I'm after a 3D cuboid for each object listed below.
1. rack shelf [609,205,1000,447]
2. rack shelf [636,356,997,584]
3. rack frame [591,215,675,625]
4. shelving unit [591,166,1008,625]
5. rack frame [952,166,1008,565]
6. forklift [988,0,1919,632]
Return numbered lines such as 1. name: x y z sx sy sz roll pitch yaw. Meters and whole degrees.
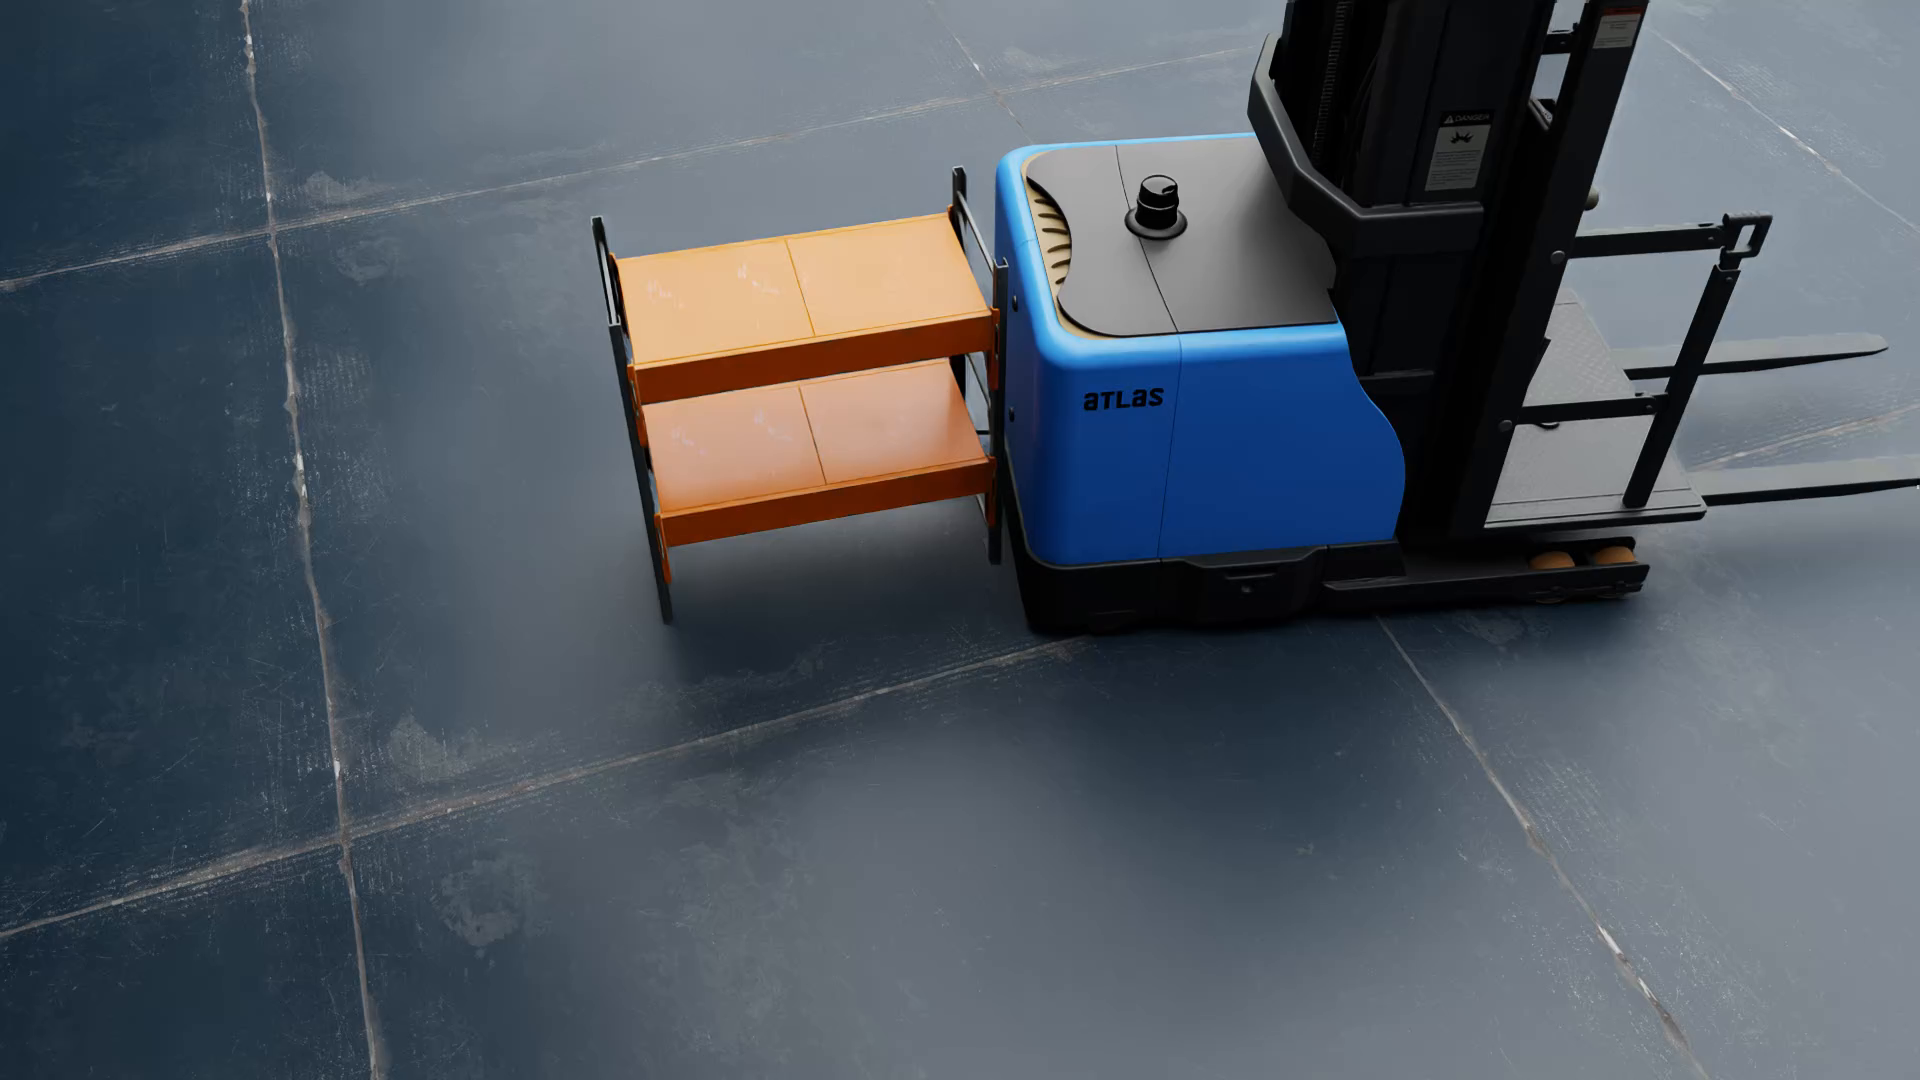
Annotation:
1. rack shelf: -0.440 -0.611 4.652 1.000 0.278 0.538 -10 46 -10
2. rack shelf: -0.440 -0.232 5.032 1.000 0.278 0.538 -10 46 -10
3. rack frame: -0.933 -0.317 4.772 0.032 1.125 0.500 -10 46 -10
4. shelving unit: -0.440 -0.404 4.859 1.048 1.125 0.538 -10 46 -10
5. rack frame: 0.053 -0.492 4.946 0.032 1.125 0.500 -10 46 -10
6. forklift: 1.646 -1.212 4.388 3.031 2.935 1.130 -5 45 -4
